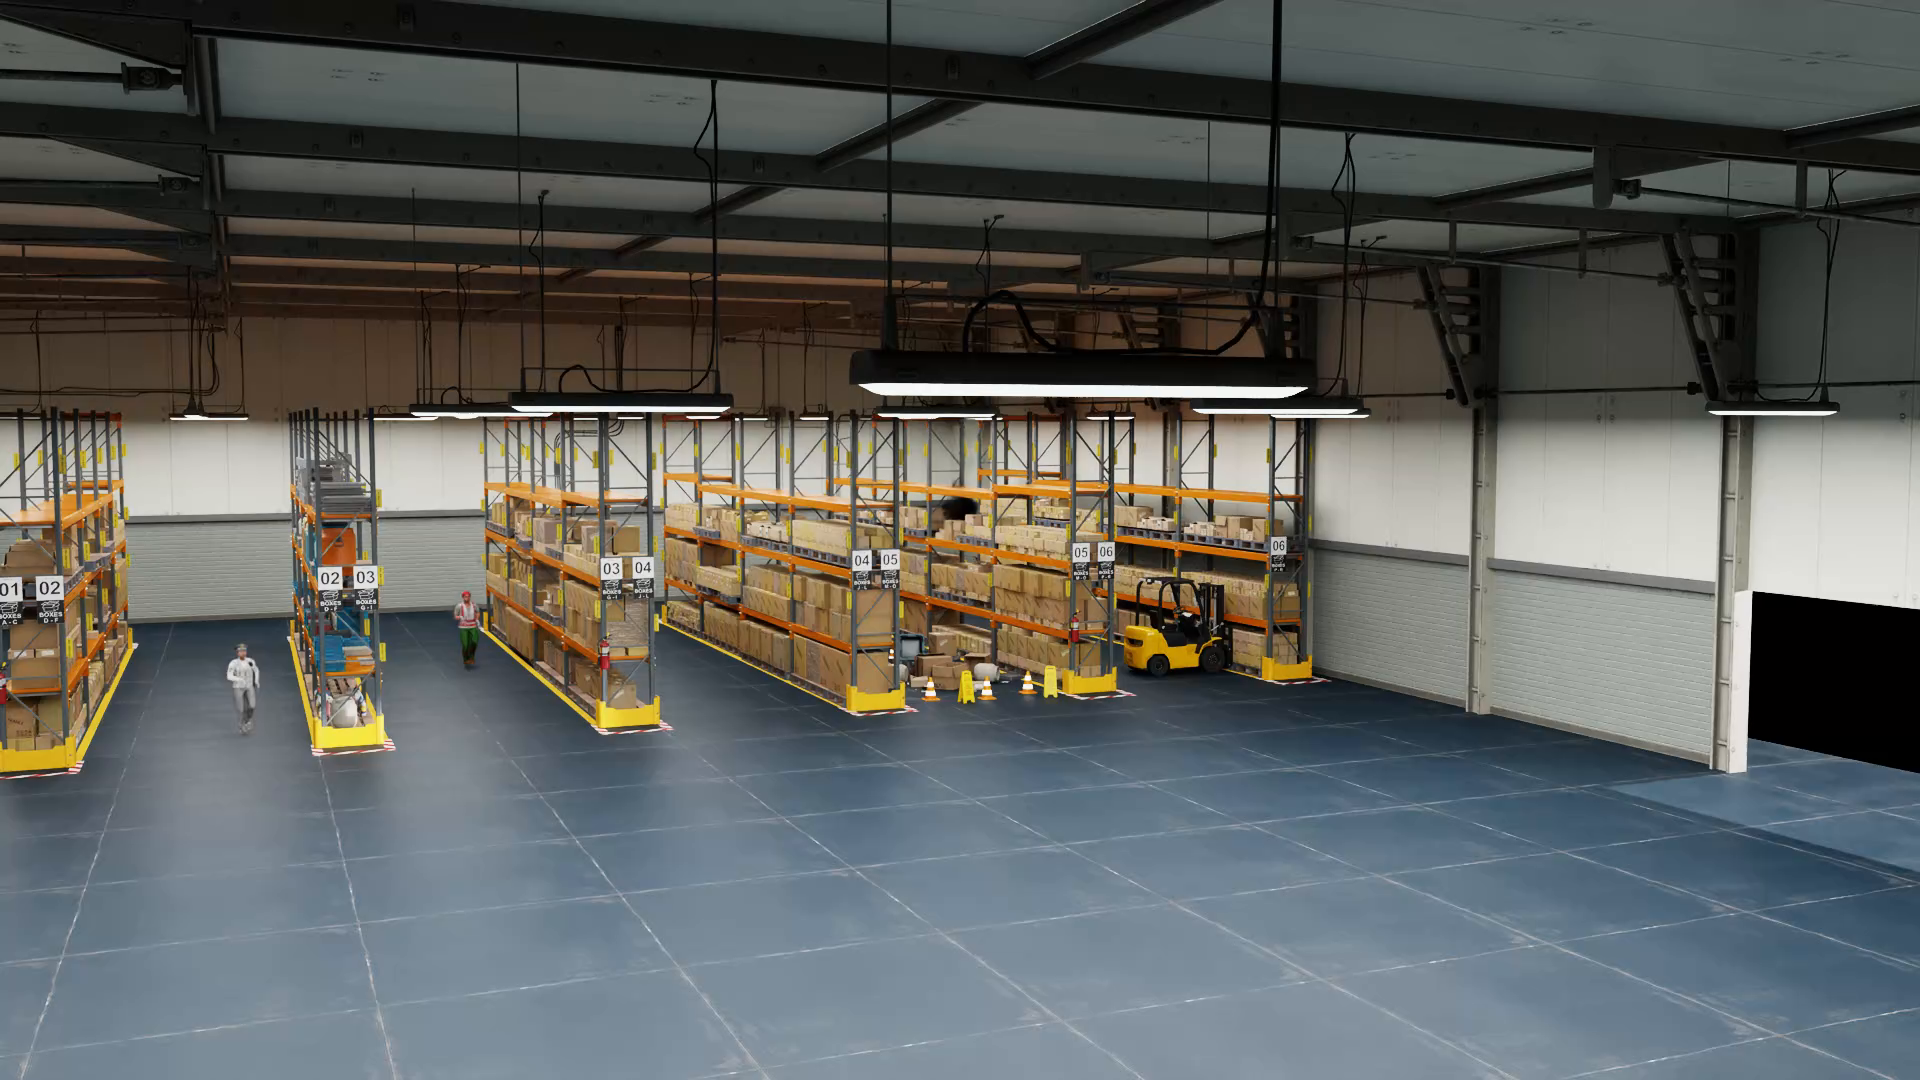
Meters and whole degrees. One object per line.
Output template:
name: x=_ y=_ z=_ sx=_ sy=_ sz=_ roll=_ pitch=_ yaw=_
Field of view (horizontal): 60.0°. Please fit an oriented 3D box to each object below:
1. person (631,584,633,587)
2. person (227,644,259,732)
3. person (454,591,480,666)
person: x=-8.720 y=1.735 z=45.098 sx=0.640 sy=1.677 sz=0.687 roll=-1 pitch=4 yaw=-18
person: x=-13.196 y=2.736 z=30.689 sx=0.595 sy=1.660 sz=0.584 roll=-3 pitch=5 yaw=-34
person: x=-11.579 y=2.090 z=39.202 sx=0.636 sy=1.772 sz=0.626 roll=-2 pitch=5 yaw=-27
